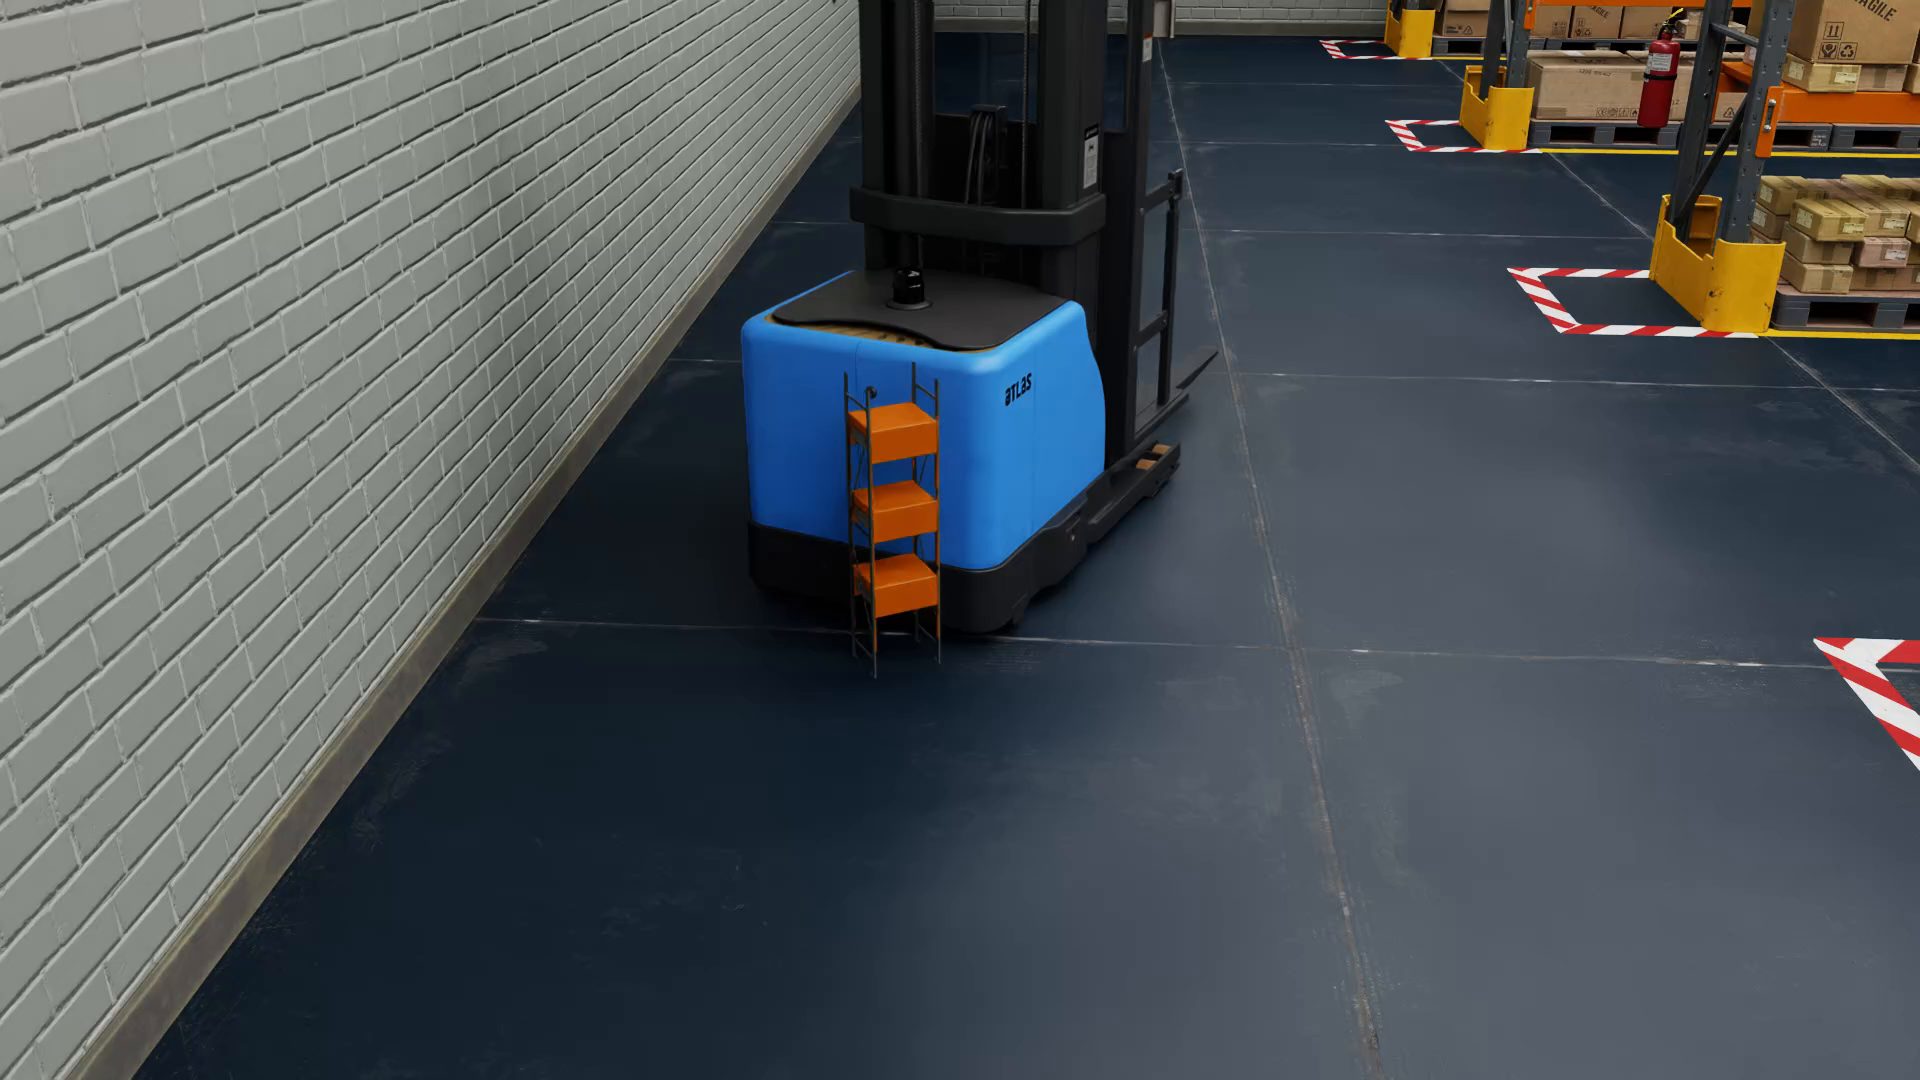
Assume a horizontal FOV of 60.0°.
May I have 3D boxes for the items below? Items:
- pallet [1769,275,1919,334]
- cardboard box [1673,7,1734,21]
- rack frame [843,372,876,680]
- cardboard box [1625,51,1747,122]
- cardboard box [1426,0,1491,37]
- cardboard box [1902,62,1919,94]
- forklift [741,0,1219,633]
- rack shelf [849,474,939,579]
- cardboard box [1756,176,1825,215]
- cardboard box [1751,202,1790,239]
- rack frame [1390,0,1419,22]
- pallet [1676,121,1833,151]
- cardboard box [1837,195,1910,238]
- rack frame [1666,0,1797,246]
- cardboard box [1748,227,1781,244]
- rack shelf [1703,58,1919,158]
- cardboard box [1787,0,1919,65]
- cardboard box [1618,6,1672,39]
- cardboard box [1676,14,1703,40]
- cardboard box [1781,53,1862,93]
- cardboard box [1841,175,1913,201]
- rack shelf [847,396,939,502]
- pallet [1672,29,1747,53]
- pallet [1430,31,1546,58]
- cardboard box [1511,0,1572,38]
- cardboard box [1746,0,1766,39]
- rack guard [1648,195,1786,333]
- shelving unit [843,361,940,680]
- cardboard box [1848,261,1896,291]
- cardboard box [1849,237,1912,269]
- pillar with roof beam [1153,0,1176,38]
[{"bbox_3d":[5.192,-1.454,9.657,1.213,0.211,1.003,2,25,4],"label":"pallet"},{"bbox_3d":[8.311,-5.860,18.610,0.500,0.311,0.500,3,25,6],"label":"cardboard box"},{"bbox_3d":[-0.334,-0.034,5.566,0.008,1.050,0.200,-12,28,-23],"label":"rack frame"},{"bbox_3d":[6.166,-3.852,14.095,0.875,0.438,0.875,2,25,5],"label":"cardboard box"},{"bbox_3d":[5.566,-5.896,18.460,0.637,0.503,0.797,1,25,2],"label":"cardboard box"},{"bbox_3d":[5.128,-2.481,8.853,0.250,0.149,0.380,1,25,2],"label":"cardboard box"},{"bbox_3d":[0.316,-1.587,6.693,1.130,2.935,3.031,12,27,24],"label":"forklift"},{"bbox_3d":[-0.224,-0.047,5.619,0.240,0.259,0.215,-12,28,-23],"label":"rack shelf"},{"bbox_3d":[4.856,-2.018,9.744,0.250,0.149,0.380,2,25,5],"label":"cardboard box"},{"bbox_3d":[4.857,-1.896,9.835,0.250,0.149,0.380,1,25,3],"label":"cardboard box"},{"bbox_3d":[4.964,-6.899,18.154,0.127,3.000,1.000,2,25,4],"label":"rack frame"},{"bbox_3d":[6.604,-3.530,14.169,1.213,0.211,1.003,2,25,4],"label":"pallet"},{"bbox_3d":[5.090,-1.812,9.297,0.250,0.149,0.380,2,25,5],"label":"cardboard box"},{"bbox_3d":[4.309,-2.764,9.167,0.127,3.000,1.000,2,25,4],"label":"rack frame"},{"bbox_3d":[4.850,-1.729,9.828,0.250,0.149,0.380,2,25,5],"label":"cardboard box"},{"bbox_3d":[6.303,-2.373,9.179,4.000,0.370,1.077,2,25,4],"label":"rack shelf"},{"bbox_3d":[4.736,-2.815,8.803,0.500,0.500,0.500,3,25,6],"label":"cardboard box"},{"bbox_3d":[7.451,-5.818,18.294,0.500,0.500,0.700,1,25,2],"label":"cardboard box"},{"bbox_3d":[8.018,-5.626,18.157,0.258,0.266,0.396,3,25,6],"label":"cardboard box"},{"bbox_3d":[4.607,-2.502,8.901,0.250,0.149,0.380,2,25,4],"label":"cardboard box"},{"bbox_3d":[5.370,-2.031,9.772,0.250,0.149,0.380,1,25,3],"label":"cardboard box"},{"bbox_3d":[-0.224,-0.304,5.498,0.240,0.259,0.215,-12,28,-23],"label":"rack shelf"},{"bbox_3d":[8.267,-5.526,18.508,1.213,0.211,1.003,2,25,4],"label":"pallet"},{"bbox_3d":[5.834,-5.604,18.677,1.213,0.211,1.003,2,25,4],"label":"pallet"},{"bbox_3d":[6.415,-5.851,18.366,0.500,0.500,0.700,3,25,6],"label":"cardboard box"},{"bbox_3d":[4.777,-3.037,9.286,0.500,0.500,0.500,2,25,5],"label":"cardboard box"},{"bbox_3d":[4.385,-1.626,9.685,0.348,0.500,1.175,2,25,4],"label":"rack guard"},{"bbox_3d":[-0.224,-0.057,5.614,0.252,1.050,0.215,-12,28,-23],"label":"shelving unit"},{"bbox_3d":[5.074,-1.535,9.405,0.250,0.149,0.380,2,25,4],"label":"cardboard box"},{"bbox_3d":[5.081,-1.638,9.274,0.250,0.149,0.380,2,25,4],"label":"cardboard box"},{"bbox_3d":[2.015,-8.292,14.005,0.400,9.000,9.100,2,25,4],"label":"pillar with roof beam"}]
